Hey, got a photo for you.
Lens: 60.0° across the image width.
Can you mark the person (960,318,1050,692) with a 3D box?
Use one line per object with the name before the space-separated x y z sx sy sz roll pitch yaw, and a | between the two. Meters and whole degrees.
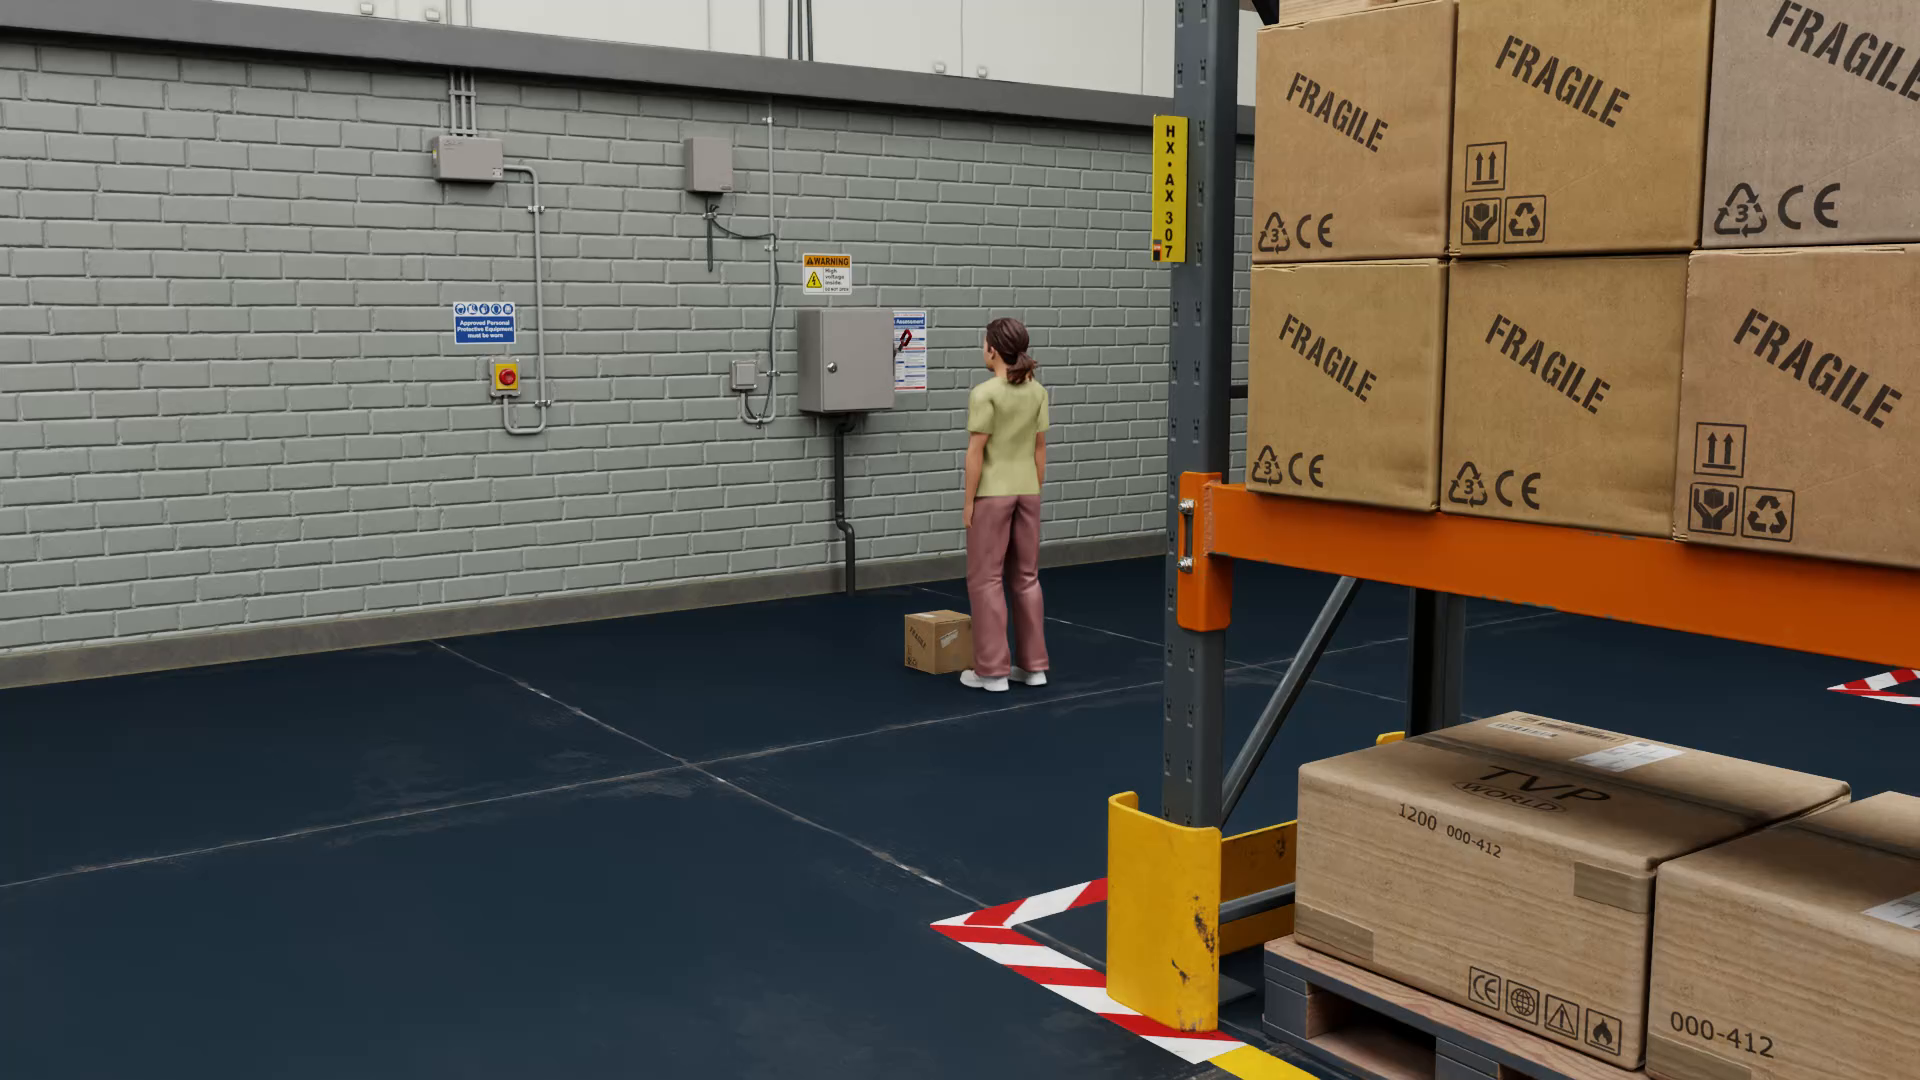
person | 0.198 -0.156 7.490 0.439 1.675 0.353 -5 10 -34
